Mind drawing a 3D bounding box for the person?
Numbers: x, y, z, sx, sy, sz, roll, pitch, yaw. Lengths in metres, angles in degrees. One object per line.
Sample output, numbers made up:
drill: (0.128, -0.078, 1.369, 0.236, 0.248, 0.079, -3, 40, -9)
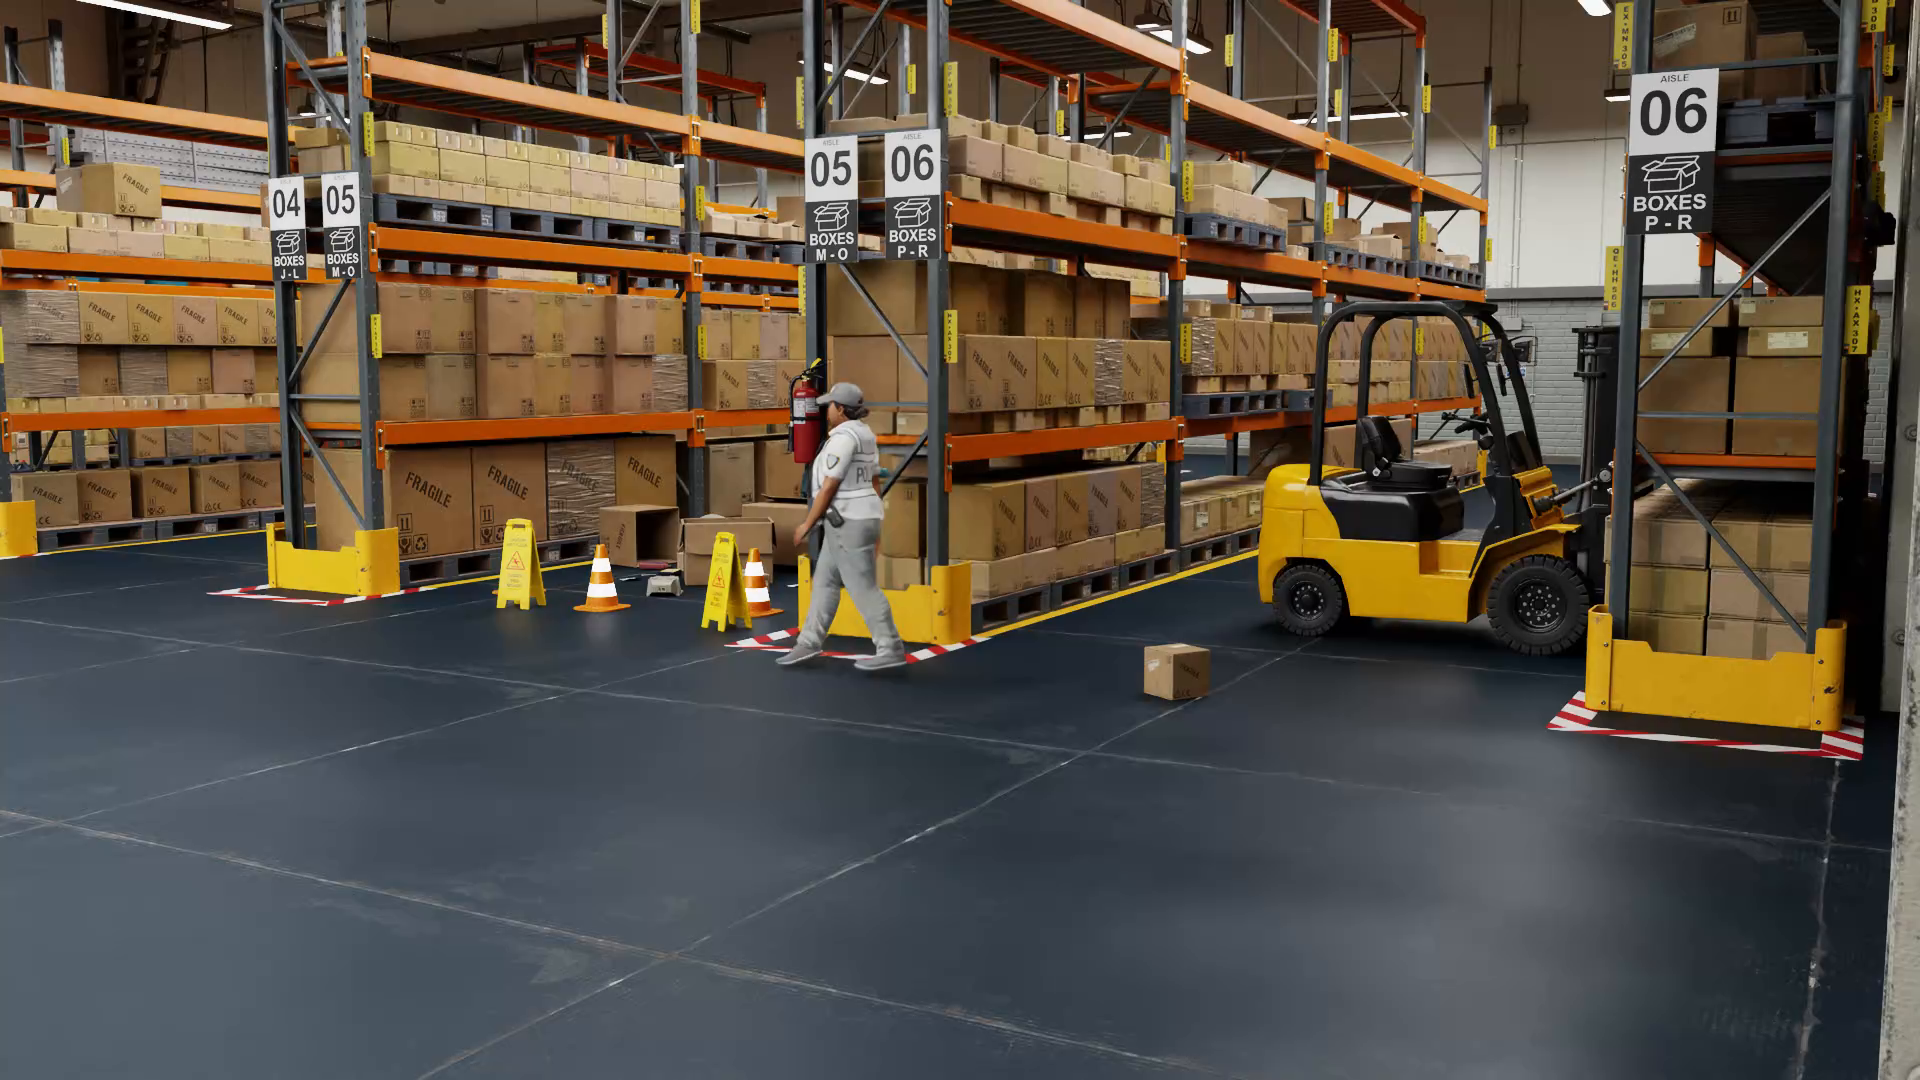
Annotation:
person: (-0.708, -0.063, 9.469, 0.840, 1.668, 0.495, 1, 6, 13)
